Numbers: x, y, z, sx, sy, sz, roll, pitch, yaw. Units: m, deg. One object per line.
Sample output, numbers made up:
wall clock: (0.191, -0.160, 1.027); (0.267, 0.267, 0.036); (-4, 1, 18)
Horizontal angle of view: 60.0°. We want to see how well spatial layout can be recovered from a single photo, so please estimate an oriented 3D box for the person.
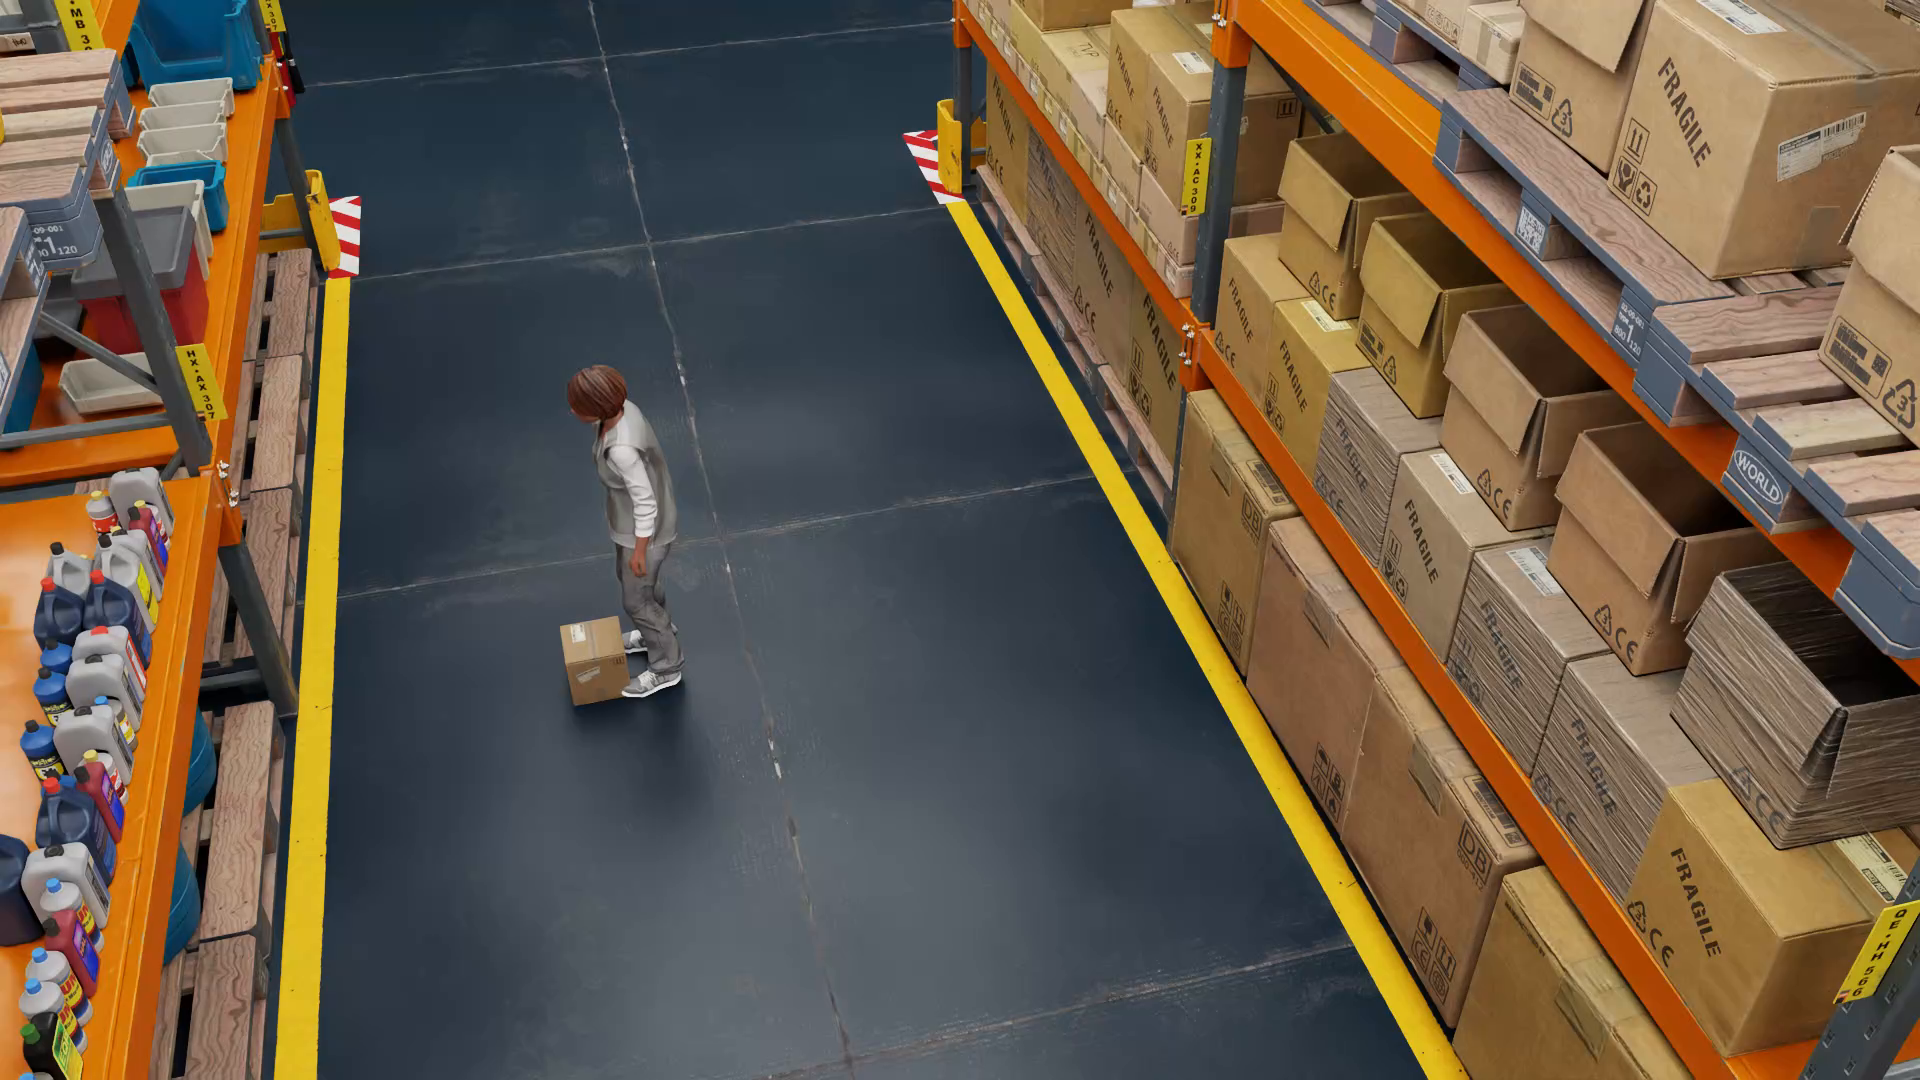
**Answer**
person: (-1.333, -0.051, 6.785); (0.343, 1.593, 0.461); (-9, 40, -11)
